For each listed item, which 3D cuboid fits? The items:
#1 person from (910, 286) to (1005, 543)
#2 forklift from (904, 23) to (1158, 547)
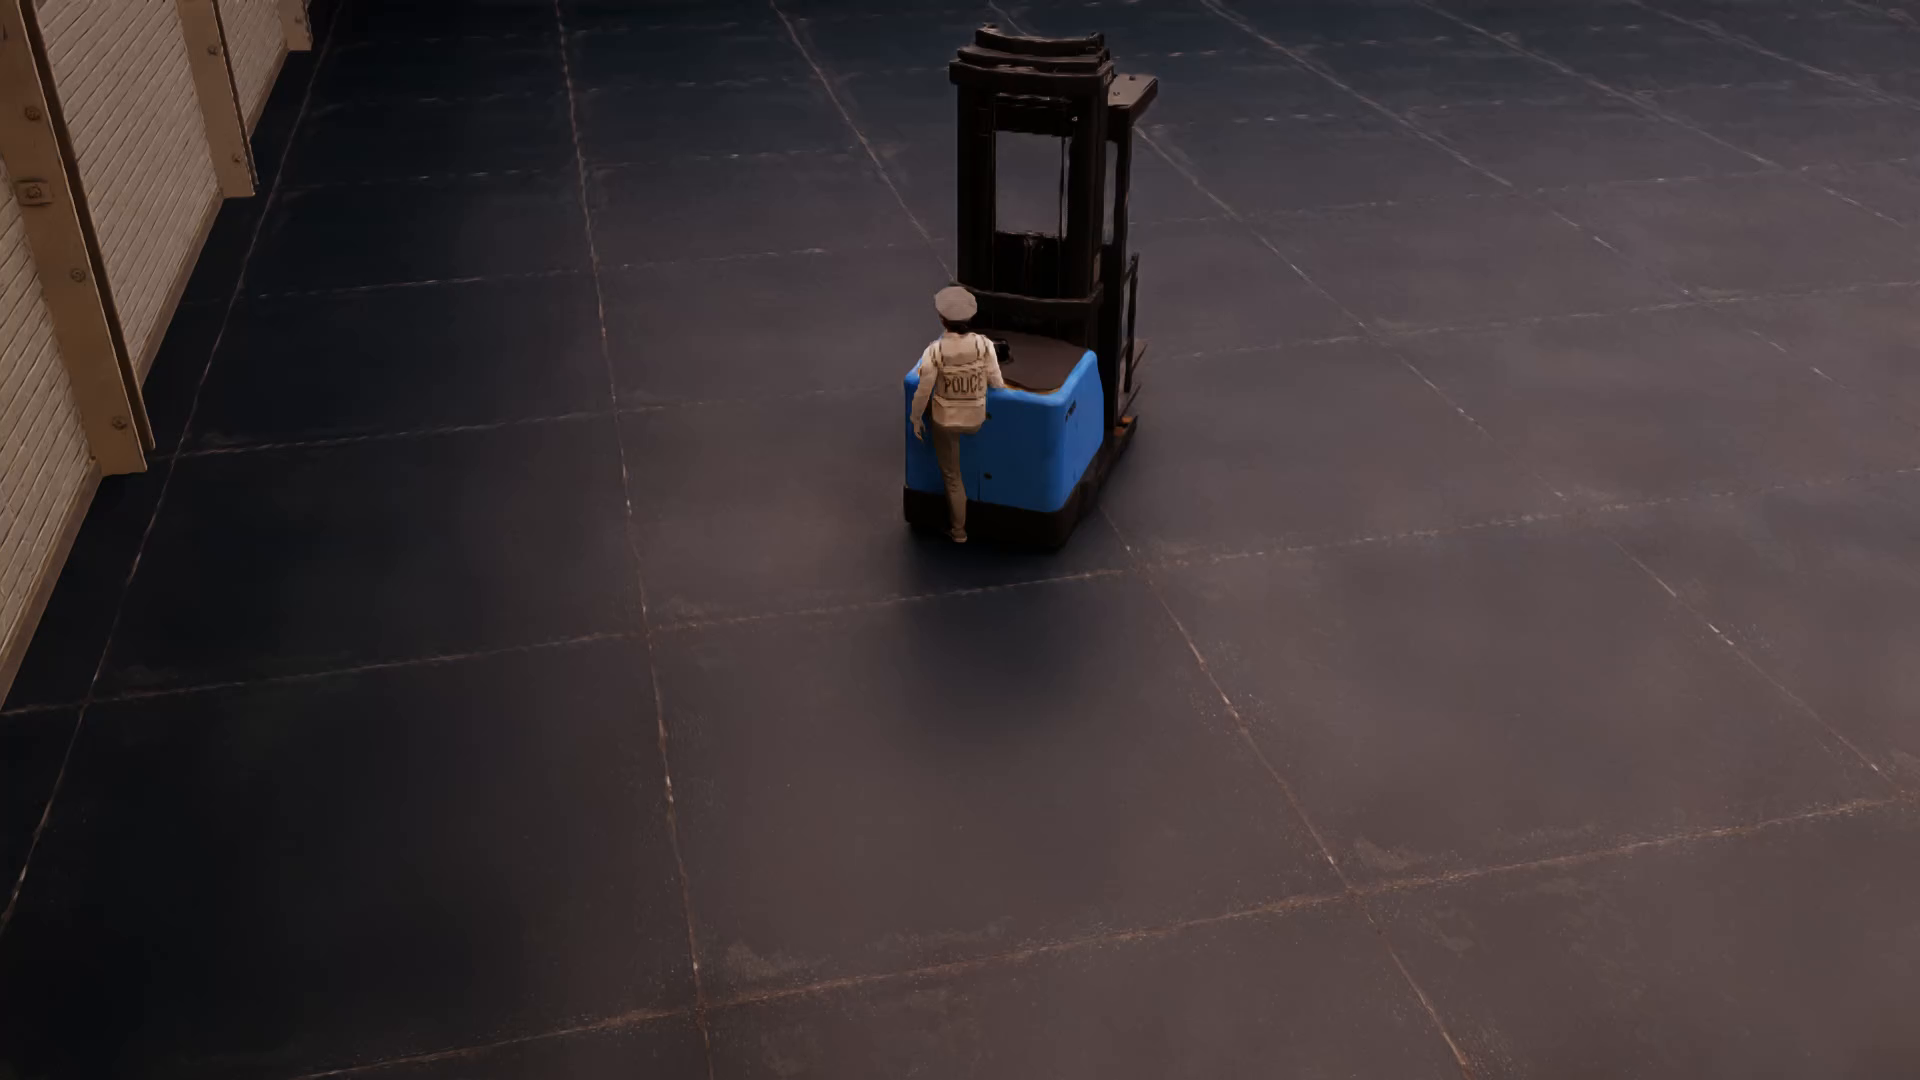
[{"bbox_3d":[-0.035,-0.790,10.166,0.584,1.695,0.598,-7,31,-11],"label":"person"},{"bbox_3d":[0.613,-1.951,10.945,1.130,2.935,3.031,10,32,17],"label":"forklift"}]
